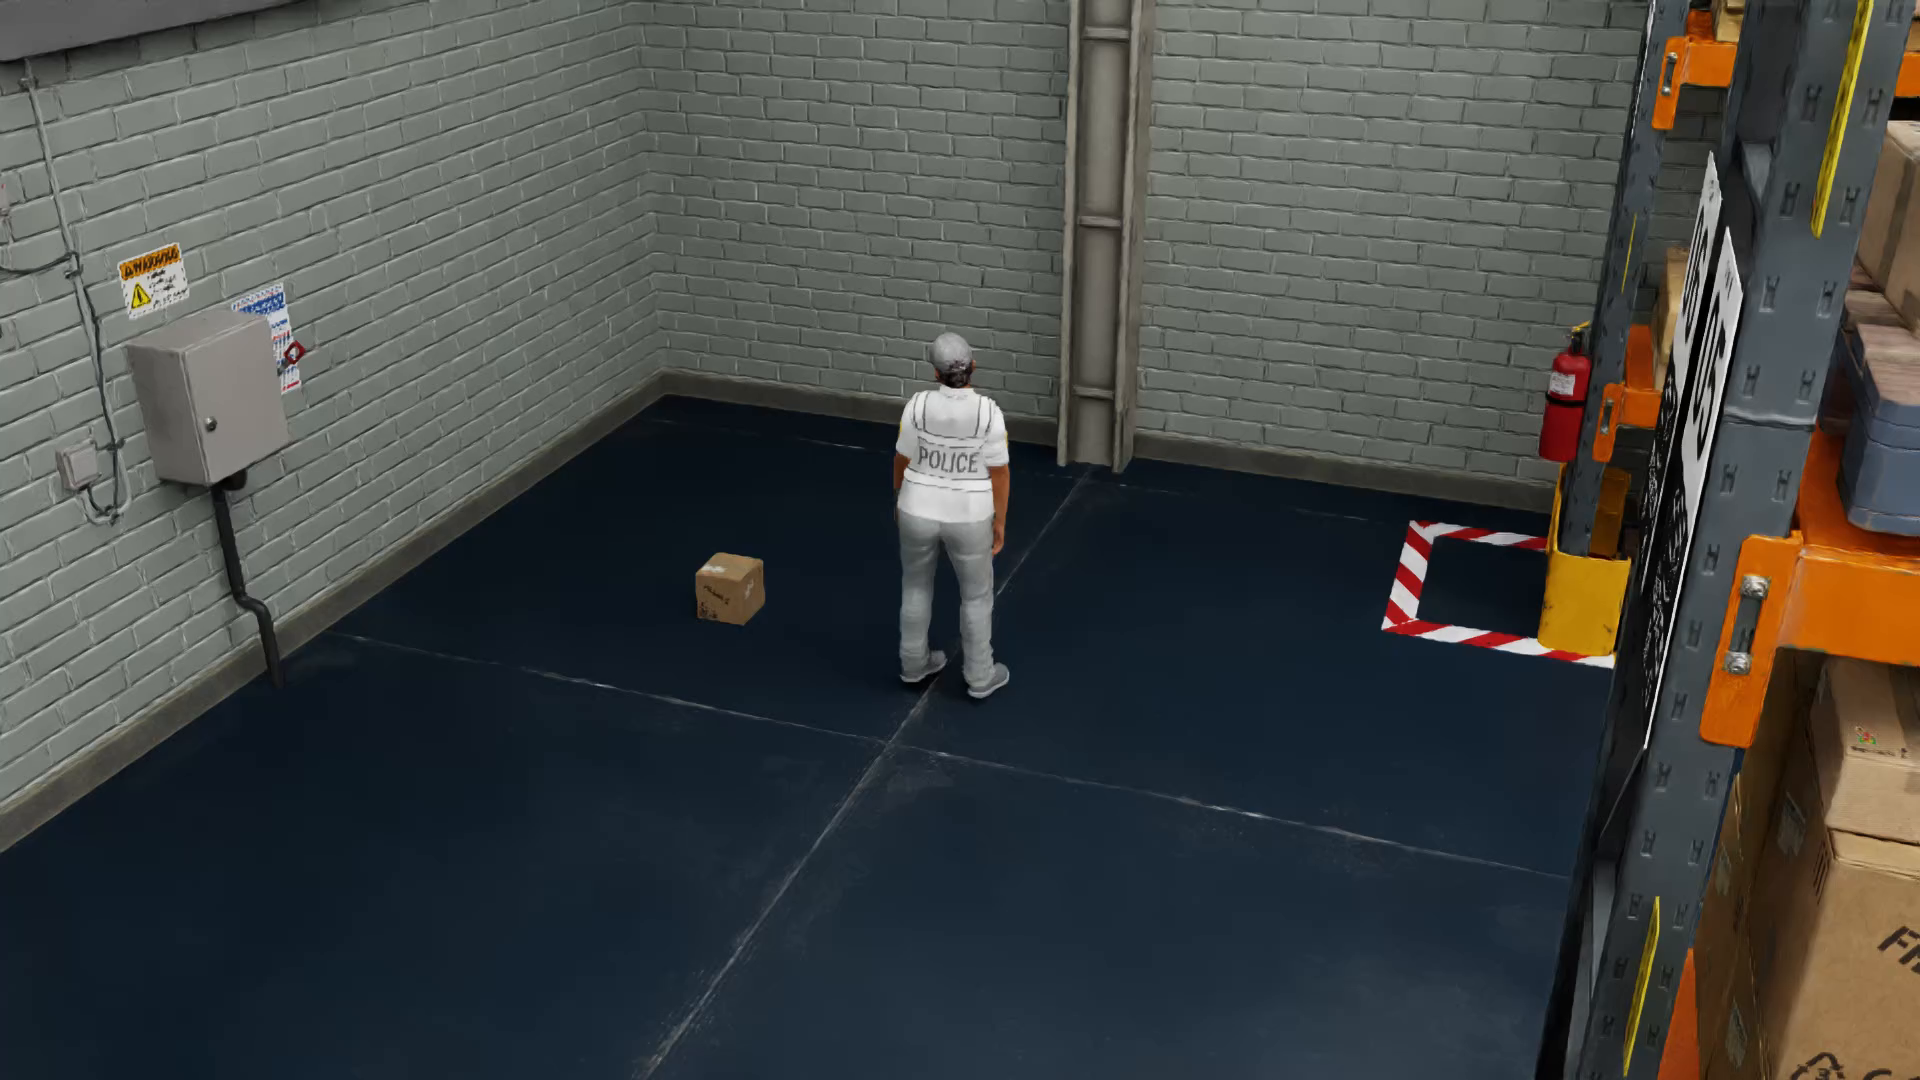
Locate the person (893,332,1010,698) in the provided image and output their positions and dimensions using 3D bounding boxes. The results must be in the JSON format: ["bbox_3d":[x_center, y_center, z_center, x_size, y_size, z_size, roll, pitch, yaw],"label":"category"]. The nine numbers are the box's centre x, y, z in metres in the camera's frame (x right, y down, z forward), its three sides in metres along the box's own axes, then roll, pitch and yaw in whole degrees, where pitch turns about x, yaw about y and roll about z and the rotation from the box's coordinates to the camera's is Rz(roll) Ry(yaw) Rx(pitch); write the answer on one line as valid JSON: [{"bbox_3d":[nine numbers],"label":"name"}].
[{"bbox_3d":[-0.046,-0.093,7.257,0.529,1.675,0.393,4,26,8],"label":"person"}]
